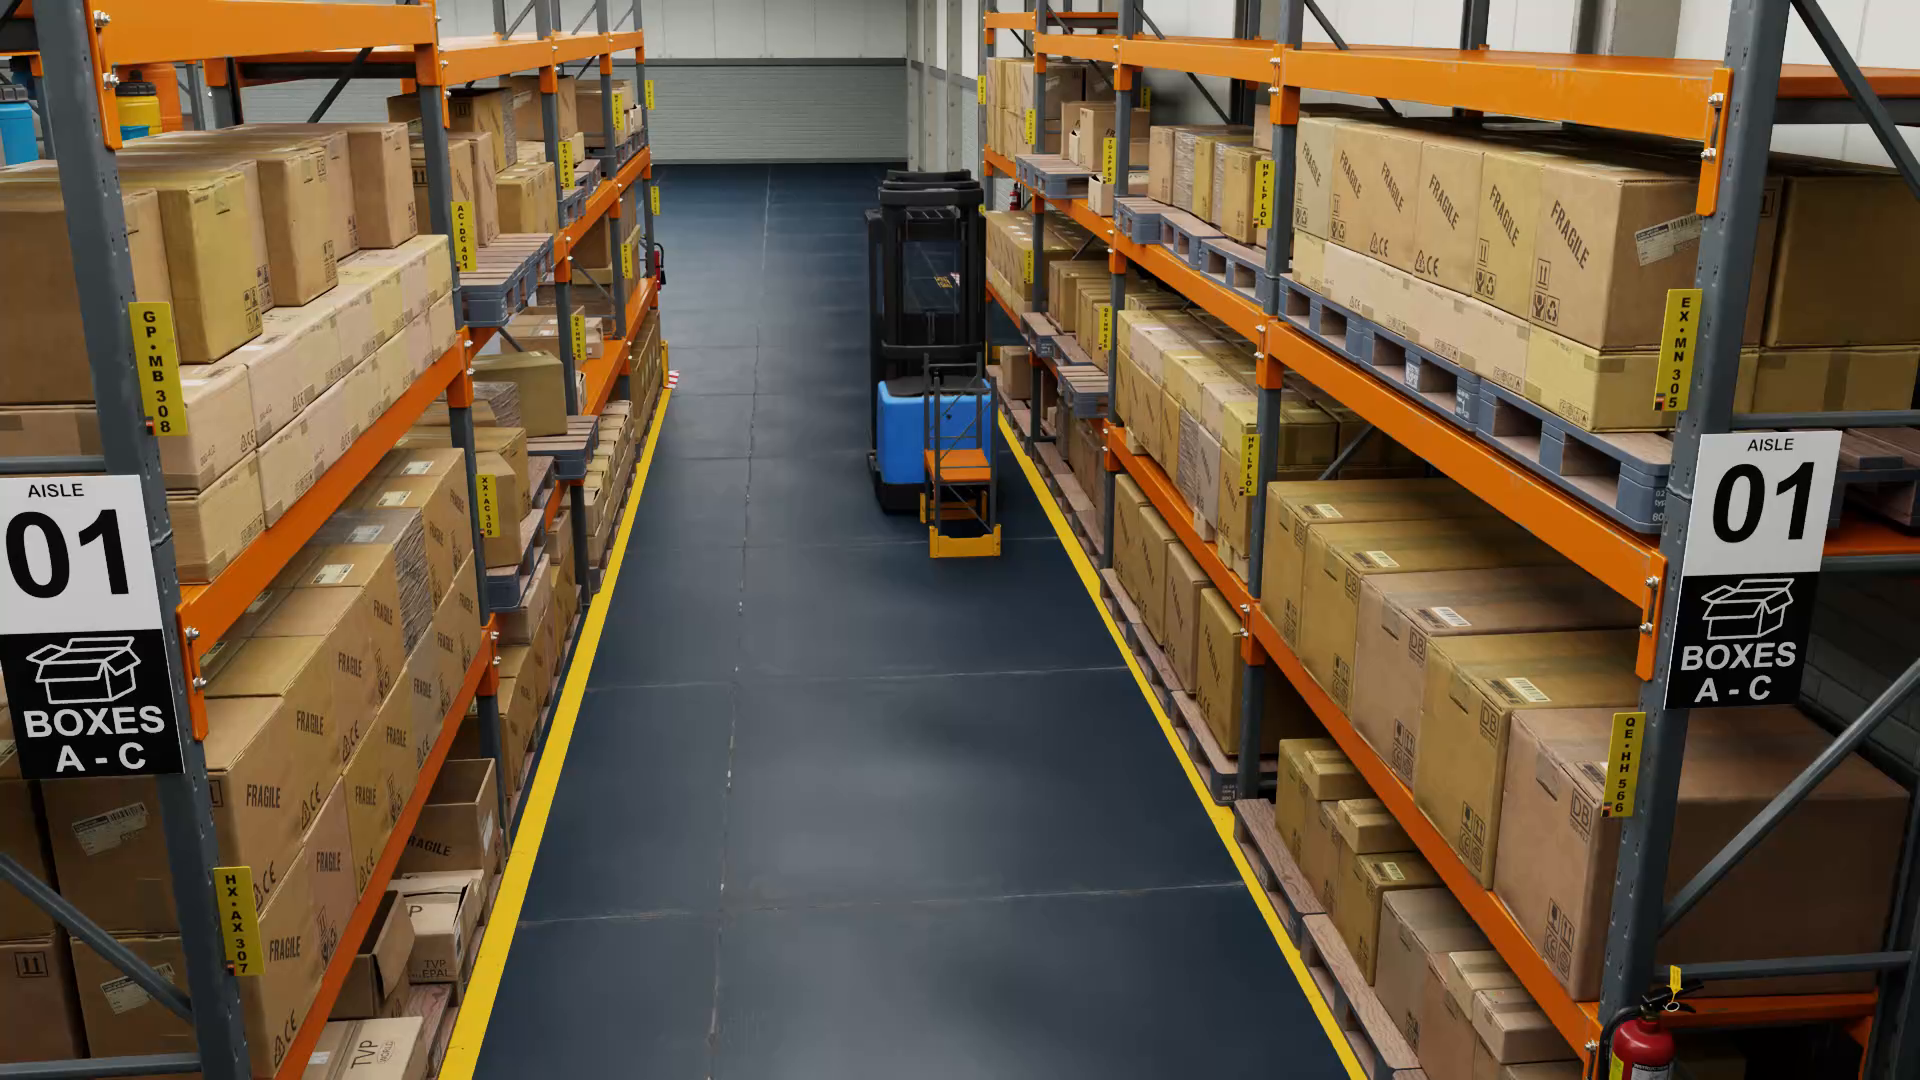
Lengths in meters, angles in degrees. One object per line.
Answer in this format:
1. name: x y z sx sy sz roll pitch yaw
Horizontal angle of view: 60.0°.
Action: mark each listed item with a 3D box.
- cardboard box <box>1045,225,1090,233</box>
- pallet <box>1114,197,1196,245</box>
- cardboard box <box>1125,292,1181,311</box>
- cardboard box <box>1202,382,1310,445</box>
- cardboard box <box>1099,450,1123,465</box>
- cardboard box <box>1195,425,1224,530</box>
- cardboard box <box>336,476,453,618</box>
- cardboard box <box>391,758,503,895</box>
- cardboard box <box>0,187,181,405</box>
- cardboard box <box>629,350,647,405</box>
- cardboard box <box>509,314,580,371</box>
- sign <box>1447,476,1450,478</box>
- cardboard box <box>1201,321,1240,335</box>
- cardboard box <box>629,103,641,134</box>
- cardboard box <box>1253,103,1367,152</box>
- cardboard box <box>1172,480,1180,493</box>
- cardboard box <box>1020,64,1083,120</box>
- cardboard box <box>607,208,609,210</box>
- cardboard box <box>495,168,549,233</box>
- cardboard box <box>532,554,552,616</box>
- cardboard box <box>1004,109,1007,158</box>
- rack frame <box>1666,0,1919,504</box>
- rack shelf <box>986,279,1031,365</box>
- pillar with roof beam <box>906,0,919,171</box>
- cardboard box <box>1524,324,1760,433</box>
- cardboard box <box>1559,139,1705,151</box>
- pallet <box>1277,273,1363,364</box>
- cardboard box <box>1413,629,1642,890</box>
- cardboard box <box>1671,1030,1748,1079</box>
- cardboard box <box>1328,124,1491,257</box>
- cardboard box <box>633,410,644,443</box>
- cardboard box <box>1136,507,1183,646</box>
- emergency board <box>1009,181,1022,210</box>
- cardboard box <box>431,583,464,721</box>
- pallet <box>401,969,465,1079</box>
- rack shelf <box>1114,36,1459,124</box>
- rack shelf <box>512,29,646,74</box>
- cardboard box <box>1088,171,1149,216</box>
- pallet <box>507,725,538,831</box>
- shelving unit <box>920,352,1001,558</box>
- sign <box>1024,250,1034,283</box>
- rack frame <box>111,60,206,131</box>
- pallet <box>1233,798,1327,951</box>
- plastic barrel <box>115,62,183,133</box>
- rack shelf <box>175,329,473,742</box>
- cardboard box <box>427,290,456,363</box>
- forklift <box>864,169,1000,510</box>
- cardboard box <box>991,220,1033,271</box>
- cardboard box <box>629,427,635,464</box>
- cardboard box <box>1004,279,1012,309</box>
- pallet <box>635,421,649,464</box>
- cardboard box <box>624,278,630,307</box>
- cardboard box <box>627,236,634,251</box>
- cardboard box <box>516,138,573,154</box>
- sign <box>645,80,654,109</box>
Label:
1. cardboard box: 1.212 -3.174 18.245 0.500 0.500 0.500 -2 17 -5
2. pallet: 1.745 -2.234 11.592 1.213 0.211 1.003 -1 17 -3
3. cardboard box: 1.512 -1.847 13.069 0.380 0.149 0.250 -5 18 -15
4. cardboard box: 1.692 -0.732 9.553 0.500 0.250 0.500 -1 17 -4
5. cardboard box: 1.562 -0.470 14.106 0.700 0.500 0.500 -2 18 -6
6. cardboard box: 1.677 -0.372 9.657 0.500 0.500 0.500 -2 18 -5
7. cardboard box: -2.523 0.033 7.227 0.500 0.500 0.500 -2 18 -7
8. cardboard box: -2.548 1.407 8.128 0.500 0.500 0.500 -2 18 -6
9. cardboard box: -2.545 -0.654 4.408 0.700 0.500 0.500 -2 18 -6
10. cardboard box: -3.510 -1.663 17.105 0.500 0.500 0.500 -2 18 -6
11. cardboard box: -3.545 -1.633 14.203 0.500 0.500 0.500 -2 18 -6
12. sign: 2.590 -0.360 8.738 0.100 0.325 0.005 -2 18 -6
13. cardboard box: 1.980 -1.358 11.548 0.500 0.250 0.500 -2 18 -7
14. cardboard box: -3.688 -4.468 17.606 0.500 0.311 0.500 0 17 1
15. cardboard box: 2.006 -2.368 9.551 0.500 0.250 0.500 -2 18 -7
16. cardboard box: 1.598 -0.411 10.864 0.380 0.149 0.250 -2 18 -5
17. cardboard box: 0.892 -4.381 16.247 0.500 0.500 0.500 -3 18 -10
18. cardboard box: -3.819 -3.070 16.615 0.700 0.500 0.500 -2 18 -6
19. cardboard box: -3.170 -2.127 10.769 0.910 0.500 0.500 -2 18 -6
20. cardboard box: -2.852 0.289 10.436 0.500 0.250 0.500 -2 18 -7
21. cardboard box: 0.740 -4.373 17.890 0.500 0.500 0.500 -1 17 -2
22. rack frame: 2.451 -1.562 4.129 1.000 3.000 0.127 -2 18 -6
23. rack shelf: 1.007 -2.527 18.421 1.077 0.370 4.000 -2 18 -6
24. pillar with roof beam: -5.643 -14.952 46.780 9.100 9.000 0.400 -2 18 -6
25. cardboard box: 2.111 -0.517 5.191 0.500 0.250 0.500 -1 17 -4
26. cardboard box: 2.516 -1.198 6.108 0.500 0.500 0.500 -2 18 -6
27. pallet: 2.112 -1.036 7.610 1.003 0.211 1.213 -2 18 -6
28. cardboard box: 2.302 0.789 6.155 0.980 0.700 0.700 -2 18 -6
29. cardboard box: 2.491 1.809 5.797 0.380 0.149 0.250 -2 18 -5
30. cardboard box: 1.892 -1.483 7.015 0.500 0.500 0.500 -2 18 -7
31. cardboard box: -3.460 -1.157 16.743 0.500 0.250 0.500 -2 18 -6
32. cardboard box: 1.655 0.227 11.336 0.750 0.750 0.750 -2 18 -6
33. emergency board: 0.897 -5.810 27.675 0.194 1.169 0.643 -2 18 -6
34. cardboard box: -2.527 0.510 7.379 0.500 0.500 0.500 -1 17 -4
35. pallet: -2.690 2.162 6.938 1.003 0.211 1.213 -2 18 -6
36. rack shelf: 1.832 -2.815 9.990 1.077 0.370 4.000 -2 18 -6
37. rack shelf: -3.920 -5.045 17.091 1.077 0.370 4.000 -2 18 -6
38. cardboard box: 1.283 -2.687 12.837 0.500 0.311 0.500 -2 18 -6
39. pallet: -3.010 1.352 9.518 1.003 0.211 1.213 -2 18 -6
40. shelving unit: -0.008 -0.738 14.025 0.587 1.500 1.083 -2 18 -6
41. sign: 0.674 -2.669 16.225 0.100 0.325 0.005 -2 18 -6
42. rack frame: -9.054 -6.023 18.338 1.000 3.000 0.127 -2 18 -6
43. pallet: 2.039 1.668 8.512 1.003 0.211 1.213 -2 18 -6
44. plastic barrel: -8.877 -4.856 18.211 0.600 0.830 0.708 -2 18 -6
45. rack shelf: -2.682 -0.229 6.093 1.077 0.370 4.000 -2 18 -6
46. cardboard box: -2.574 -0.960 7.470 0.500 0.250 0.500 -2 18 -6
47. forklift: -0.330 -2.062 15.852 1.130 2.935 3.031 -2 18 -6
48. cardboard box: 0.639 -3.309 18.675 0.500 0.500 0.500 -2 18 -7
49. cardboard box: -3.383 -0.895 15.908 0.500 0.250 0.500 -2 18 -6
50. cardboard box: 0.752 -2.643 17.804 0.500 0.250 0.500 -2 18 -6
51. pallet: -3.754 -1.029 17.101 1.003 0.211 1.213 -2 18 -6
52. cardboard box: -3.929 -2.759 17.792 0.700 0.500 0.500 -1 17 -4
53. cardboard box: -3.791 -3.254 18.285 0.380 0.149 0.250 -1 17 -4
54. cardboard box: -3.600 -3.333 14.328 0.500 0.250 0.500 -3 18 -11
55. sign: -3.585 -5.141 19.190 0.100 0.325 0.005 -2 18 -6
